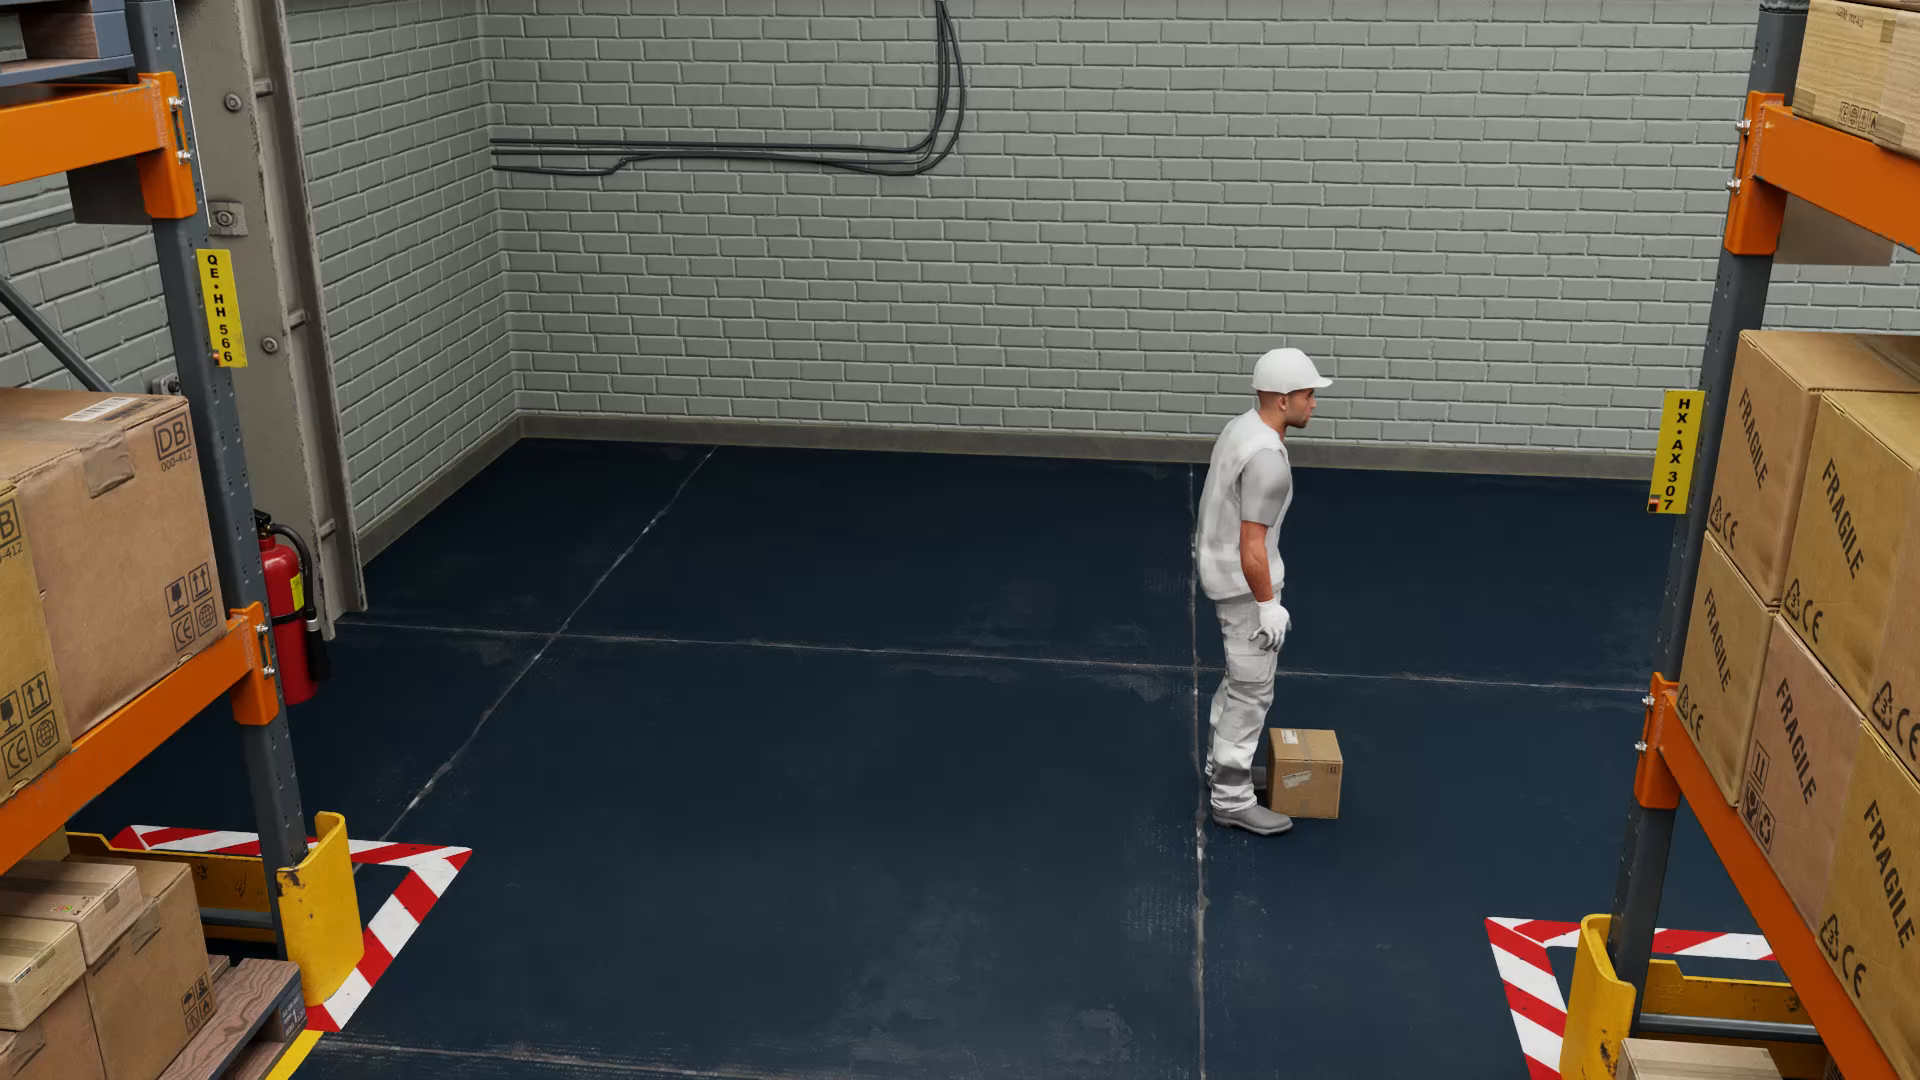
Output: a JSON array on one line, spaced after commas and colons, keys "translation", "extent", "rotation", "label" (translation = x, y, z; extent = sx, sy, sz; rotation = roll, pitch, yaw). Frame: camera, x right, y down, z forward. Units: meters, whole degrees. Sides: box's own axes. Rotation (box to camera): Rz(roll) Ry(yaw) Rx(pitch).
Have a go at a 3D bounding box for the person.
[{"translation": [1.088, 0.169, 6.119], "extent": [0.446, 1.780, 0.623], "rotation": [2, 21, 4], "label": "person"}]
